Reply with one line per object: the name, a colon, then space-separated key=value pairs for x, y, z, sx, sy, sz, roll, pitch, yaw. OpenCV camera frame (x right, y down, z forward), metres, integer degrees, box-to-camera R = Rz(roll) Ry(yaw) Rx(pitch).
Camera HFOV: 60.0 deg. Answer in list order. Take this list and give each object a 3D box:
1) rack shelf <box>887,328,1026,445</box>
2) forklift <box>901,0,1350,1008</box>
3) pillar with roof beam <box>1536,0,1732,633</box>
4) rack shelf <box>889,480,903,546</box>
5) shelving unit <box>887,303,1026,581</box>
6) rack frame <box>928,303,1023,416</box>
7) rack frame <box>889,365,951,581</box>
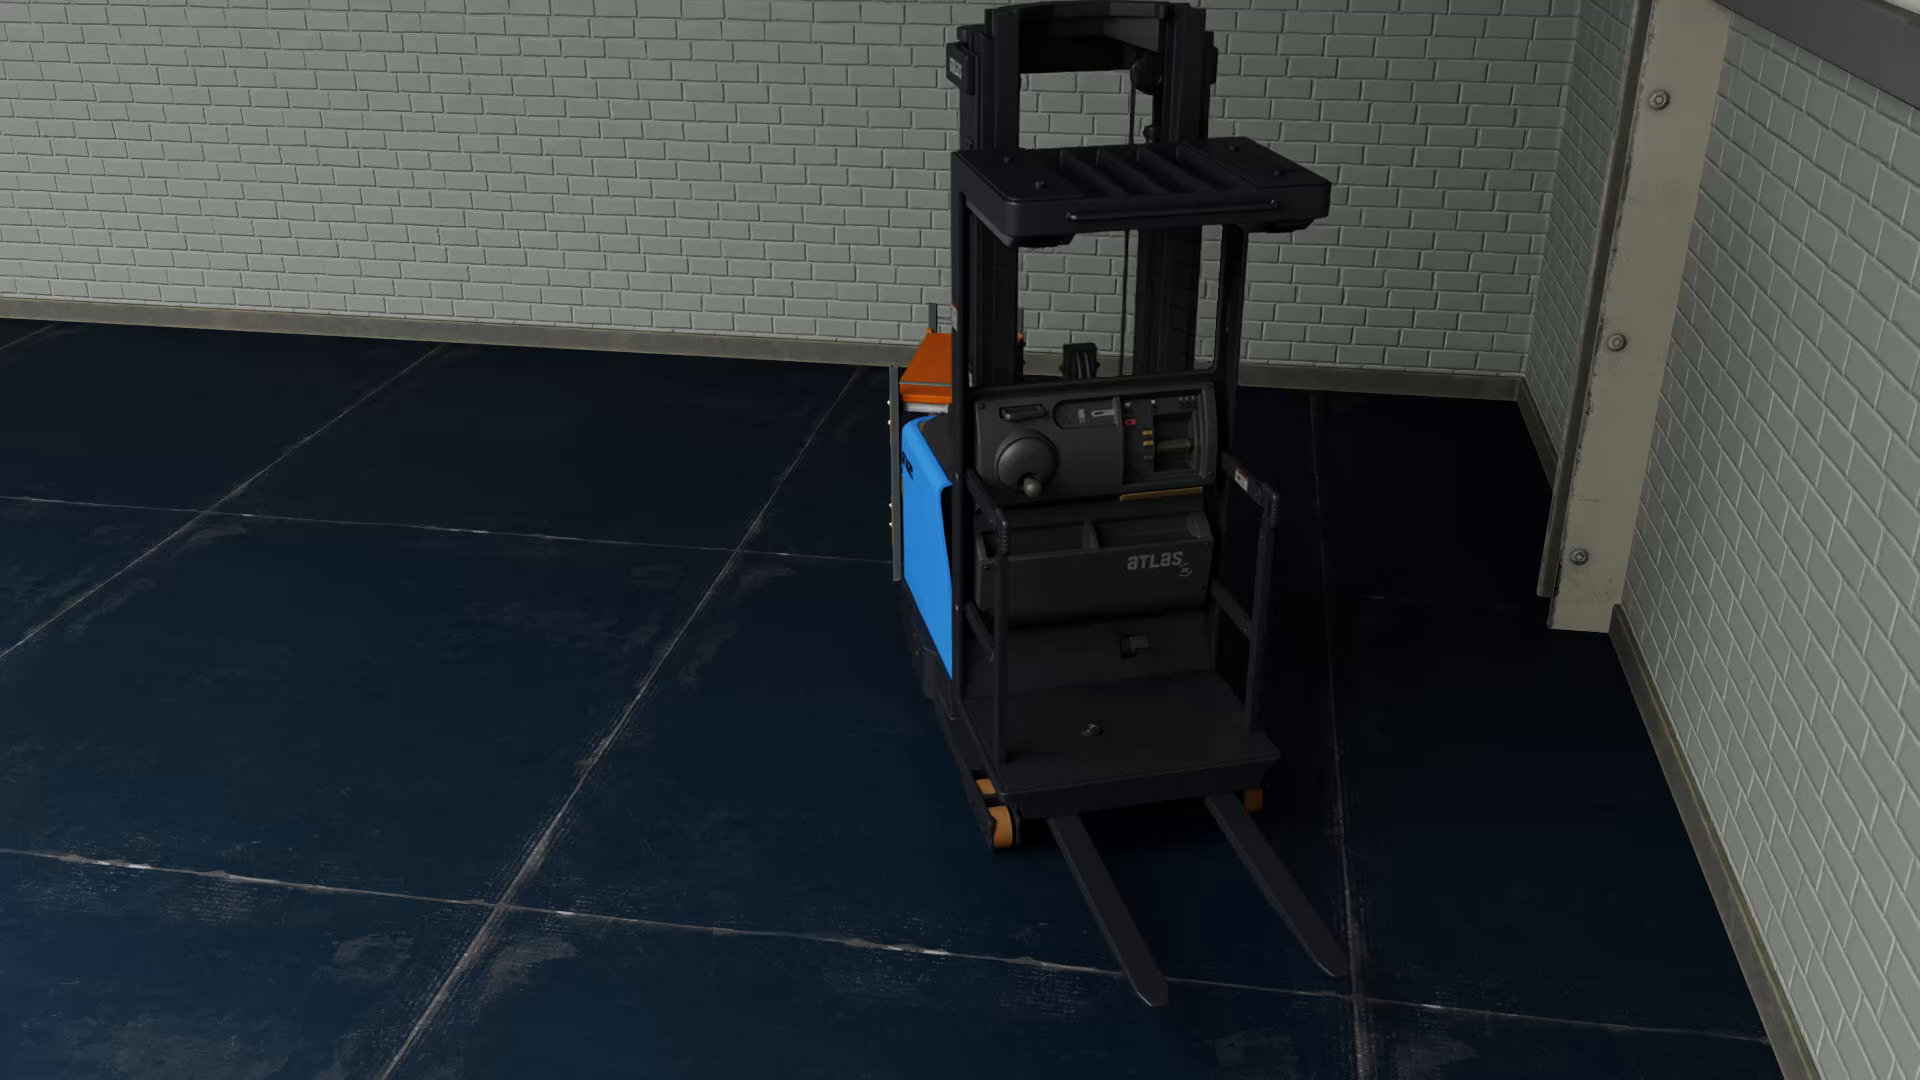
rack shelf: x=-0.001 y=-0.772 z=8.381 sx=0.538 sy=0.278 sz=1.000 roll=4 pitch=25 yaw=9
forklift: x=0.566 y=-0.340 z=6.019 sx=1.130 sy=2.935 sz=3.031 roll=-6 pitch=26 yaw=-12
pillar with roof beam: x=-1.281 y=-4.029 z=6.742 sx=9.100 sy=9.000 sz=0.400 roll=4 pitch=25 yaw=9
rack shelf: x=-0.001 y=-0.285 z=8.609 sx=0.538 sy=0.278 sz=1.000 roll=4 pitch=25 yaw=9
shelving unit: x=-0.001 y=-0.507 z=8.506 sx=0.538 sy=1.125 sz=1.048 roll=4 pitch=25 yaw=9
rack frame: x=0.082 y=-0.719 z=8.960 sx=0.500 sy=1.125 sz=0.032 roll=4 pitch=25 yaw=9
rack frame: x=-0.084 y=-0.294 z=8.051 sx=0.500 sy=1.125 sz=0.032 roll=4 pitch=25 yaw=9
